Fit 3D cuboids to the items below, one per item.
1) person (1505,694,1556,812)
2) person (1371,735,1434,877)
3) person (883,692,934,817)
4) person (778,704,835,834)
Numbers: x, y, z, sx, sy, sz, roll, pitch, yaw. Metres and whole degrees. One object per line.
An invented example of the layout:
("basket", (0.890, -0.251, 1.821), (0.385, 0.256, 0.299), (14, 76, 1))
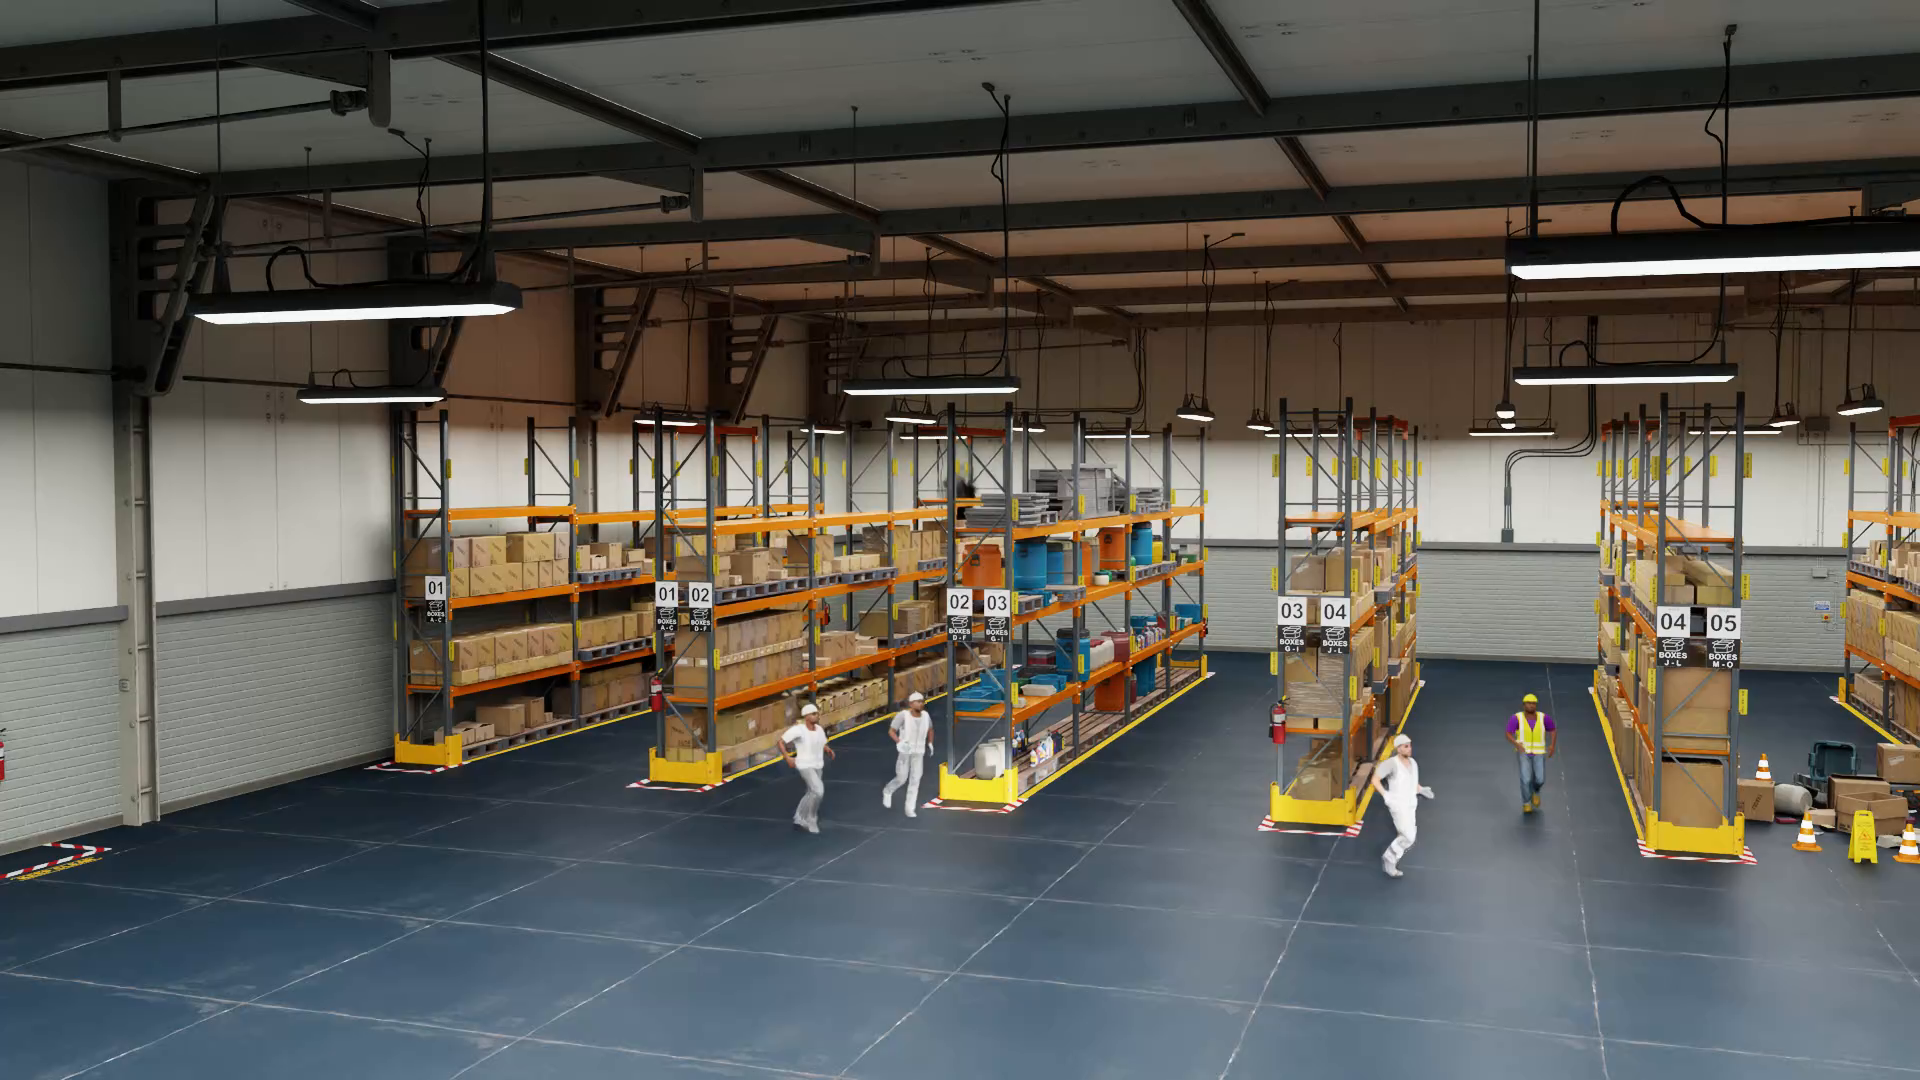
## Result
("person", (8.306, 3.094, 24.163), (0.731, 1.718, 0.597), (0, 2, 10))
("person", (5.406, 3.241, 20.215), (0.632, 1.739, 0.619), (-2, 3, -34))
("person", (-0.681, 3.085, 24.146), (0.724, 1.751, 0.818), (-1, 3, -27))
("person", (-2.068, 3.158, 22.926), (0.719, 1.776, 0.710), (2, 3, 38))
